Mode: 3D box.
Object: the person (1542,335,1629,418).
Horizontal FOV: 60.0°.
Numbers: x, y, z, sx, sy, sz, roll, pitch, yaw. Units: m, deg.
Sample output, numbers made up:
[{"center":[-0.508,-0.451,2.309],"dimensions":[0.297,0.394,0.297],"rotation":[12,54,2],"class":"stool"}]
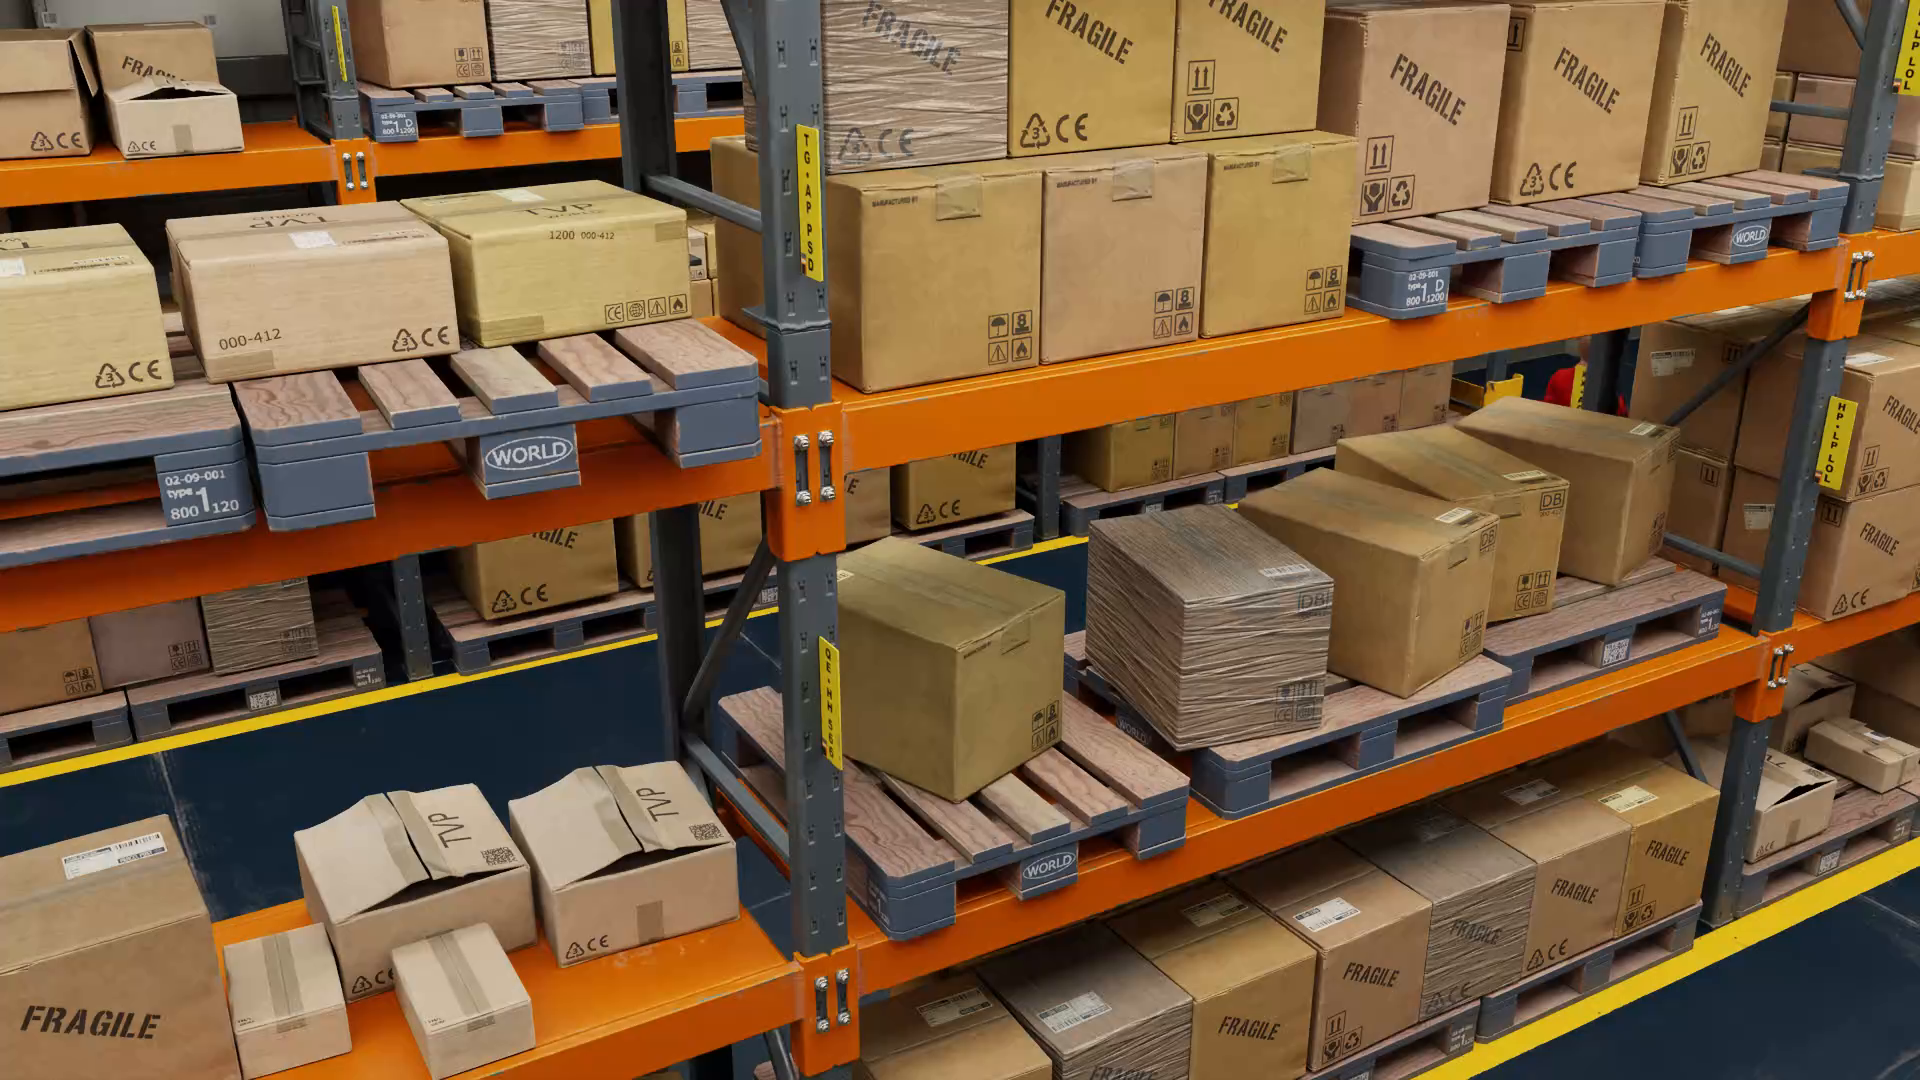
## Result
[{"center":[3.552,-0.377,9.305],"dimensions":[1.019,1.663,0.542],"rotation":[-5,22,-13],"class":"person"}]
